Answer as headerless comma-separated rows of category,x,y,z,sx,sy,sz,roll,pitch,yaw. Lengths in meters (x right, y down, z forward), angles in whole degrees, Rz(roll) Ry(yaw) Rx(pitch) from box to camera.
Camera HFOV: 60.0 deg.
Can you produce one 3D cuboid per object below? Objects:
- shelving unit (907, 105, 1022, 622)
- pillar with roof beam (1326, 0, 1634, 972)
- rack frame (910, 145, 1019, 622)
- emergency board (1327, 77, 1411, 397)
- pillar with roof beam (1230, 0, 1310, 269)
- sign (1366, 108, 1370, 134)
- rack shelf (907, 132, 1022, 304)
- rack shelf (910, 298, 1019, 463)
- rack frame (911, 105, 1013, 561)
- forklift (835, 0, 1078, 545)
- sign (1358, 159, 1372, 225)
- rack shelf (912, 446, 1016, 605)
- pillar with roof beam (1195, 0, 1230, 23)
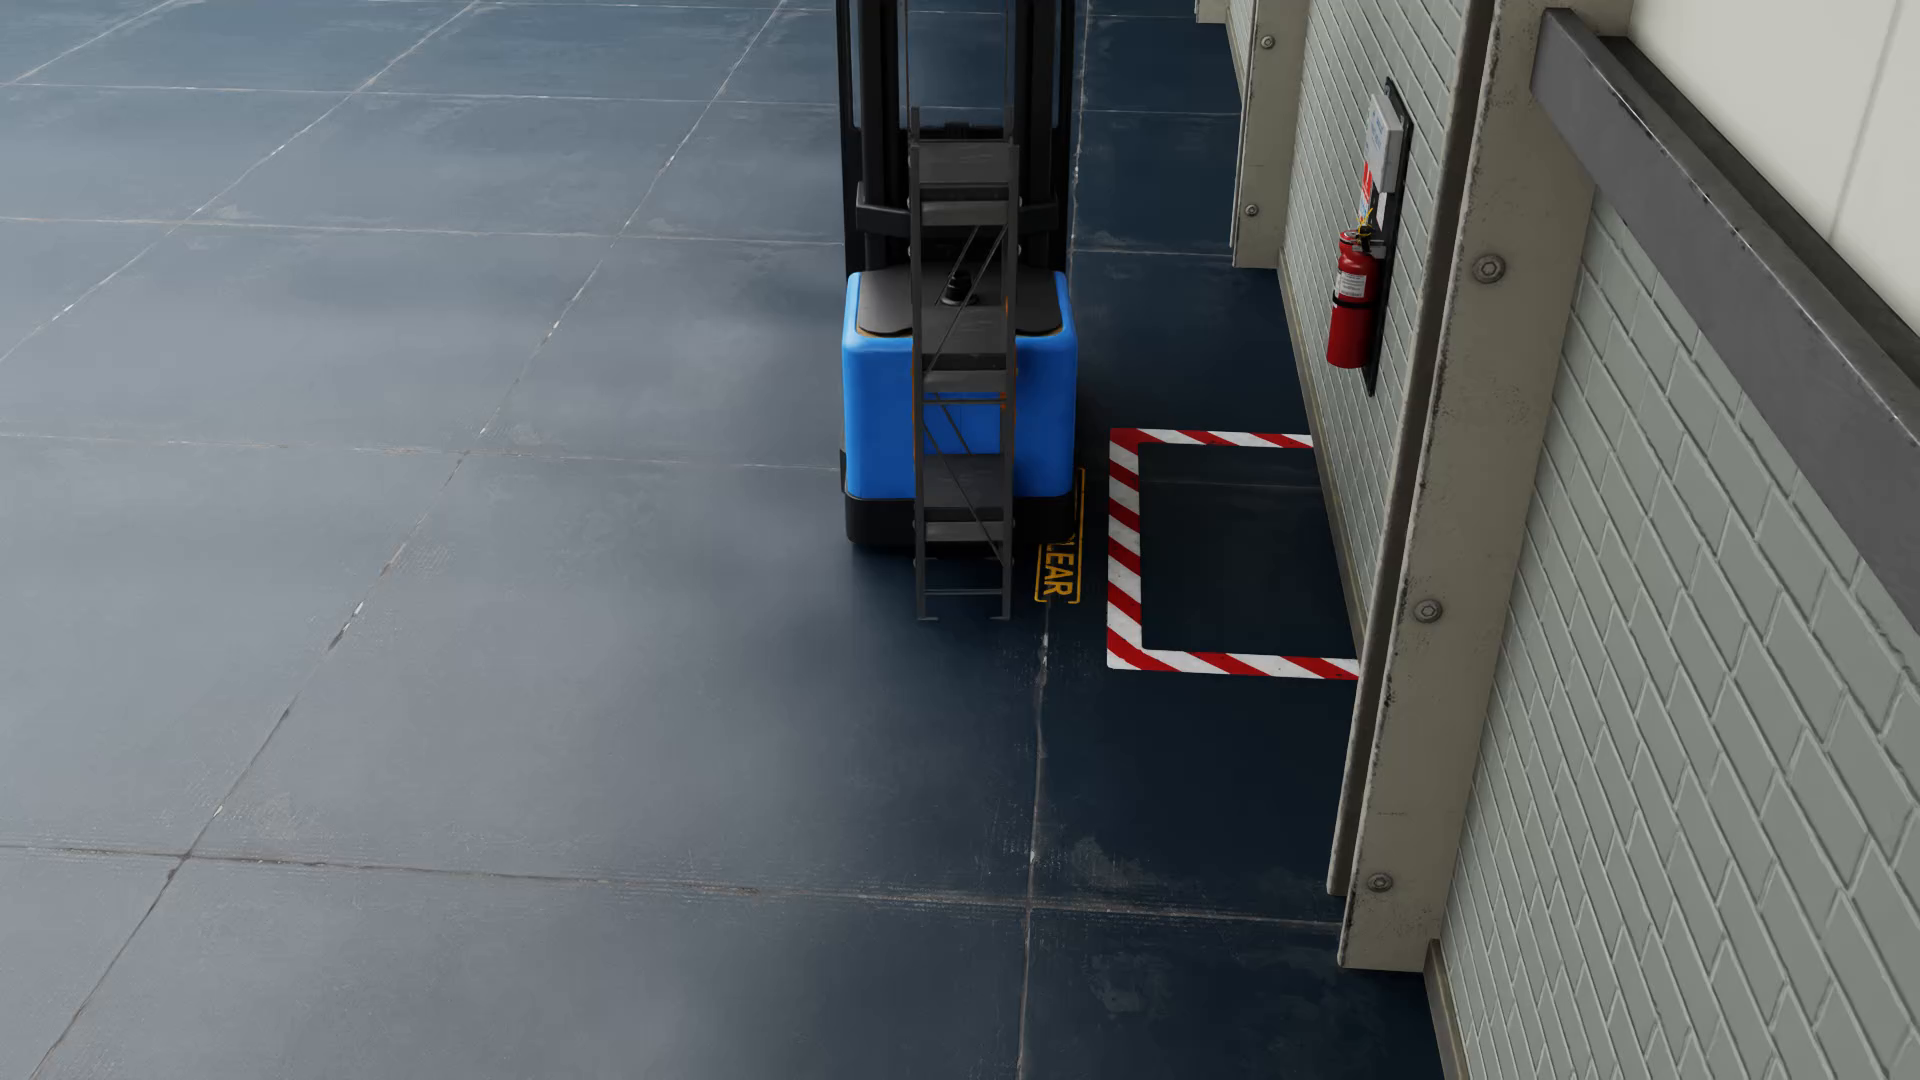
shelving unit,0.012,-0.675,6.844,0.431,2.100,0.503,-1,32,-1
pillar with roof beam,-2.874,-2.707,3.566,9.100,9.000,0.400,2,32,4
rack frame,0.017,-0.547,6.637,0.400,2.100,0.015,-1,32,-1
emergency board,1.656,-1.260,6.935,0.194,1.169,0.643,2,32,4
pillar with roof beam,-2.385,-5.845,8.656,9.100,9.000,0.400,2,32,4
sign,1.795,-1.783,7.246,0.001,0.109,0.331,2,32,4
rack shelf,0.012,-1.260,6.484,0.431,0.518,0.480,-1,32,-1
rack shelf,0.012,-0.664,6.852,0.431,0.518,0.480,-1,32,-1
rack frame,0.007,-0.803,7.052,0.400,2.100,0.015,-1,32,-1
forklift,-0.026,-1.960,8.136,1.130,2.935,3.031,-1,32,-1
sign,1.804,-1.560,7.388,0.001,0.329,0.234,2,32,4
rack shelf,0.012,-0.068,7.219,0.431,0.518,0.480,-1,32,-1
pillar with roof beam,-1.897,-8.982,13.747,9.100,9.000,0.400,2,32,4
